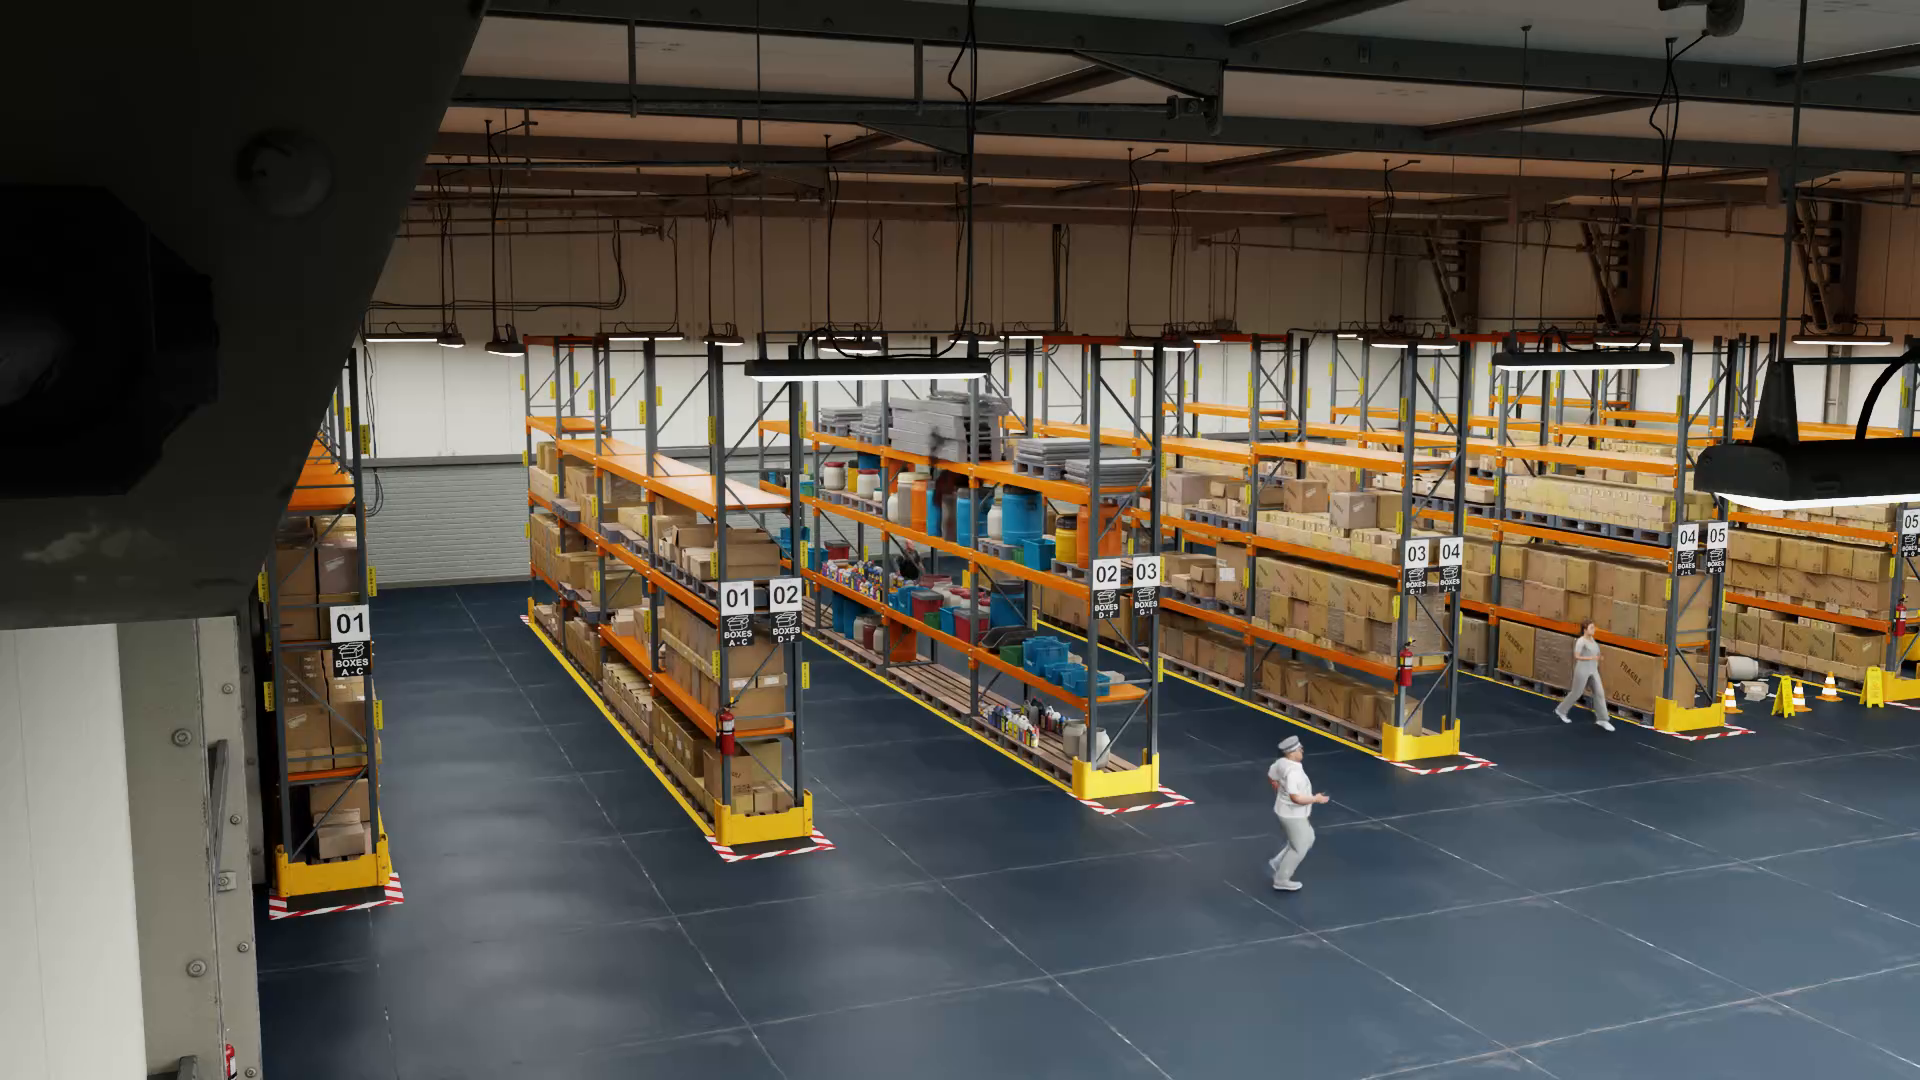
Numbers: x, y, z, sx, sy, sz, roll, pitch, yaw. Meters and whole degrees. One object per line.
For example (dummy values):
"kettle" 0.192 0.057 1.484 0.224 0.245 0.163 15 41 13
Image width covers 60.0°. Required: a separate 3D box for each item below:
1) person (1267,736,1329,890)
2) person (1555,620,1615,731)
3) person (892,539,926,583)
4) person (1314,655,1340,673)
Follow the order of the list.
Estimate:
"person" 3.759 3.018 18.450 0.602 1.744 0.650 0 8 -2
"person" 9.655 2.057 25.683 0.576 1.675 0.935 -5 9 -34
"person" -1.110 0.817 35.227 0.646 1.709 0.888 -5 9 -31
"person" 6.573 1.553 29.866 0.620 1.635 0.824 -4 9 -30
